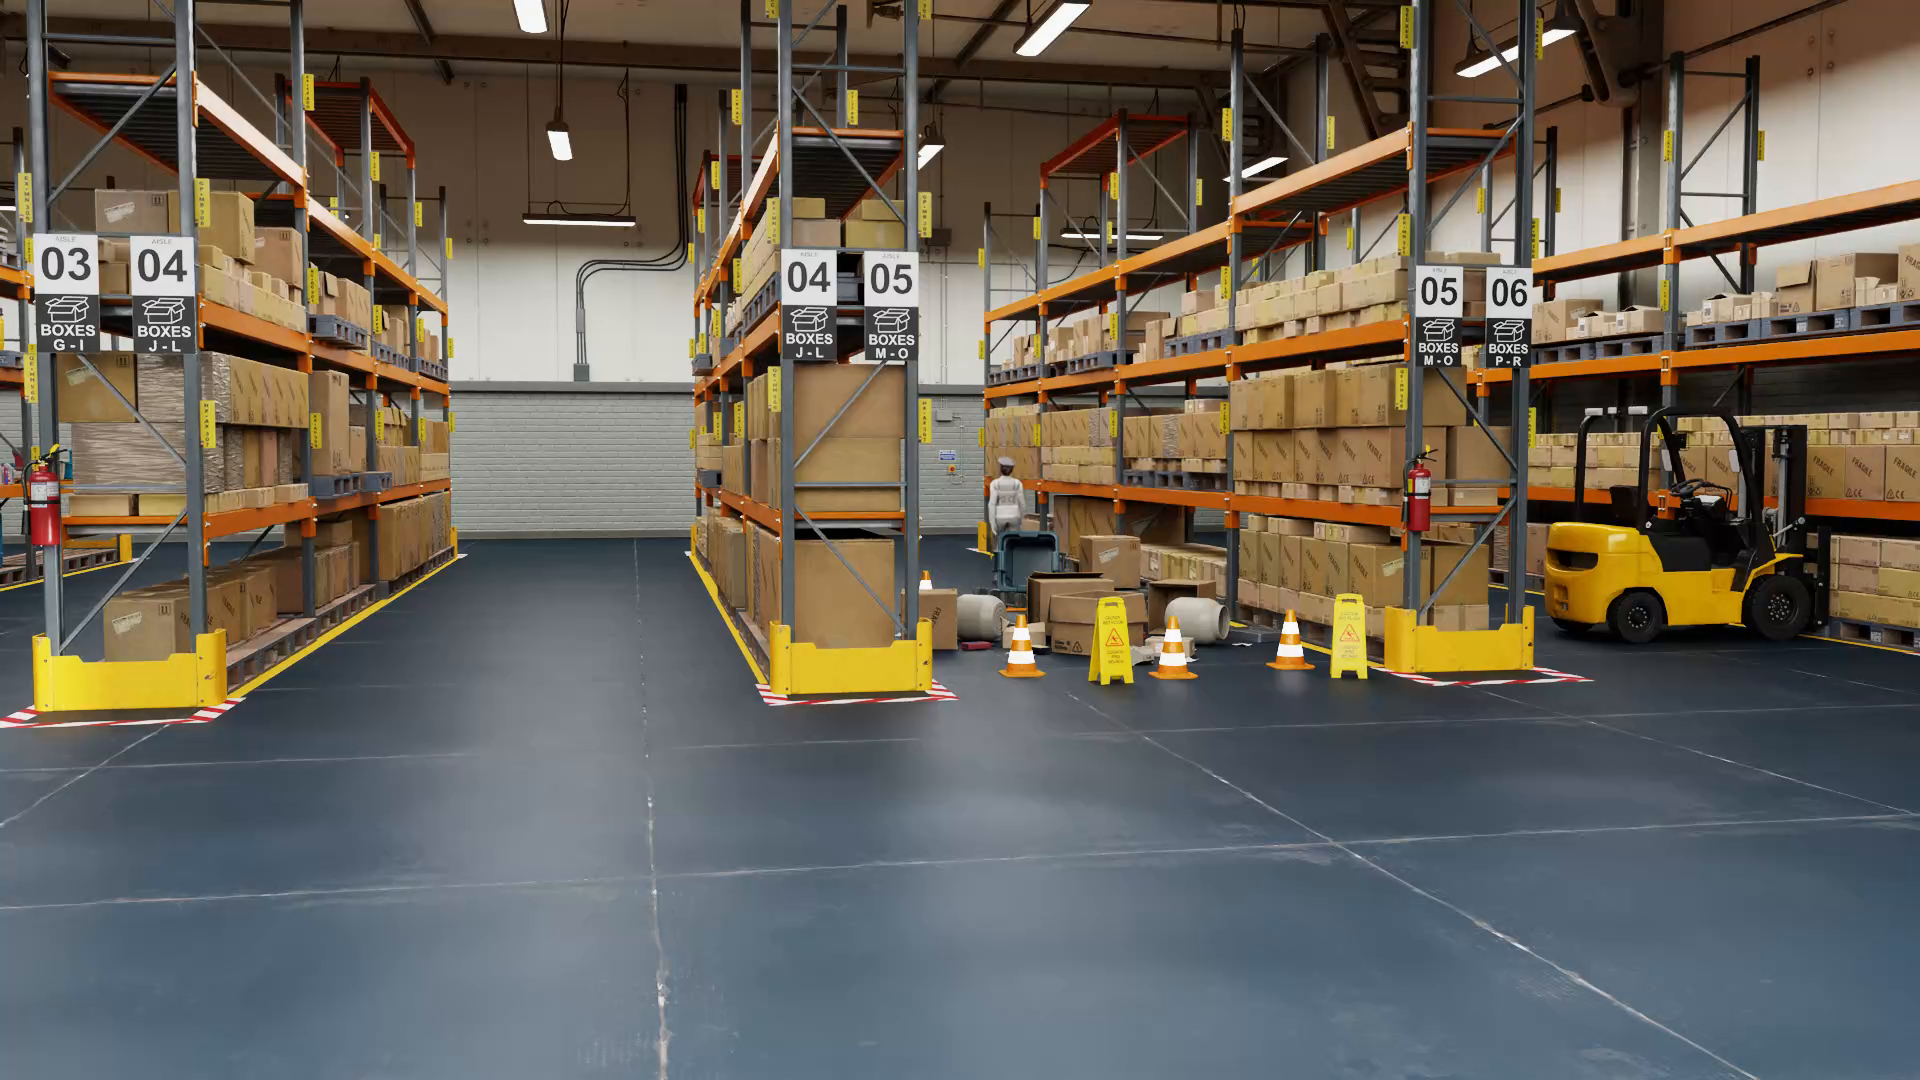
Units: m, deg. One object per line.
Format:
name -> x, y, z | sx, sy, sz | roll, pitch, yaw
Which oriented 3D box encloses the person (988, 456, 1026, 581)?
person -> 0.599, -0.266, 21.492 | 0.495, 1.630, 0.971 | 0, 3, -1
